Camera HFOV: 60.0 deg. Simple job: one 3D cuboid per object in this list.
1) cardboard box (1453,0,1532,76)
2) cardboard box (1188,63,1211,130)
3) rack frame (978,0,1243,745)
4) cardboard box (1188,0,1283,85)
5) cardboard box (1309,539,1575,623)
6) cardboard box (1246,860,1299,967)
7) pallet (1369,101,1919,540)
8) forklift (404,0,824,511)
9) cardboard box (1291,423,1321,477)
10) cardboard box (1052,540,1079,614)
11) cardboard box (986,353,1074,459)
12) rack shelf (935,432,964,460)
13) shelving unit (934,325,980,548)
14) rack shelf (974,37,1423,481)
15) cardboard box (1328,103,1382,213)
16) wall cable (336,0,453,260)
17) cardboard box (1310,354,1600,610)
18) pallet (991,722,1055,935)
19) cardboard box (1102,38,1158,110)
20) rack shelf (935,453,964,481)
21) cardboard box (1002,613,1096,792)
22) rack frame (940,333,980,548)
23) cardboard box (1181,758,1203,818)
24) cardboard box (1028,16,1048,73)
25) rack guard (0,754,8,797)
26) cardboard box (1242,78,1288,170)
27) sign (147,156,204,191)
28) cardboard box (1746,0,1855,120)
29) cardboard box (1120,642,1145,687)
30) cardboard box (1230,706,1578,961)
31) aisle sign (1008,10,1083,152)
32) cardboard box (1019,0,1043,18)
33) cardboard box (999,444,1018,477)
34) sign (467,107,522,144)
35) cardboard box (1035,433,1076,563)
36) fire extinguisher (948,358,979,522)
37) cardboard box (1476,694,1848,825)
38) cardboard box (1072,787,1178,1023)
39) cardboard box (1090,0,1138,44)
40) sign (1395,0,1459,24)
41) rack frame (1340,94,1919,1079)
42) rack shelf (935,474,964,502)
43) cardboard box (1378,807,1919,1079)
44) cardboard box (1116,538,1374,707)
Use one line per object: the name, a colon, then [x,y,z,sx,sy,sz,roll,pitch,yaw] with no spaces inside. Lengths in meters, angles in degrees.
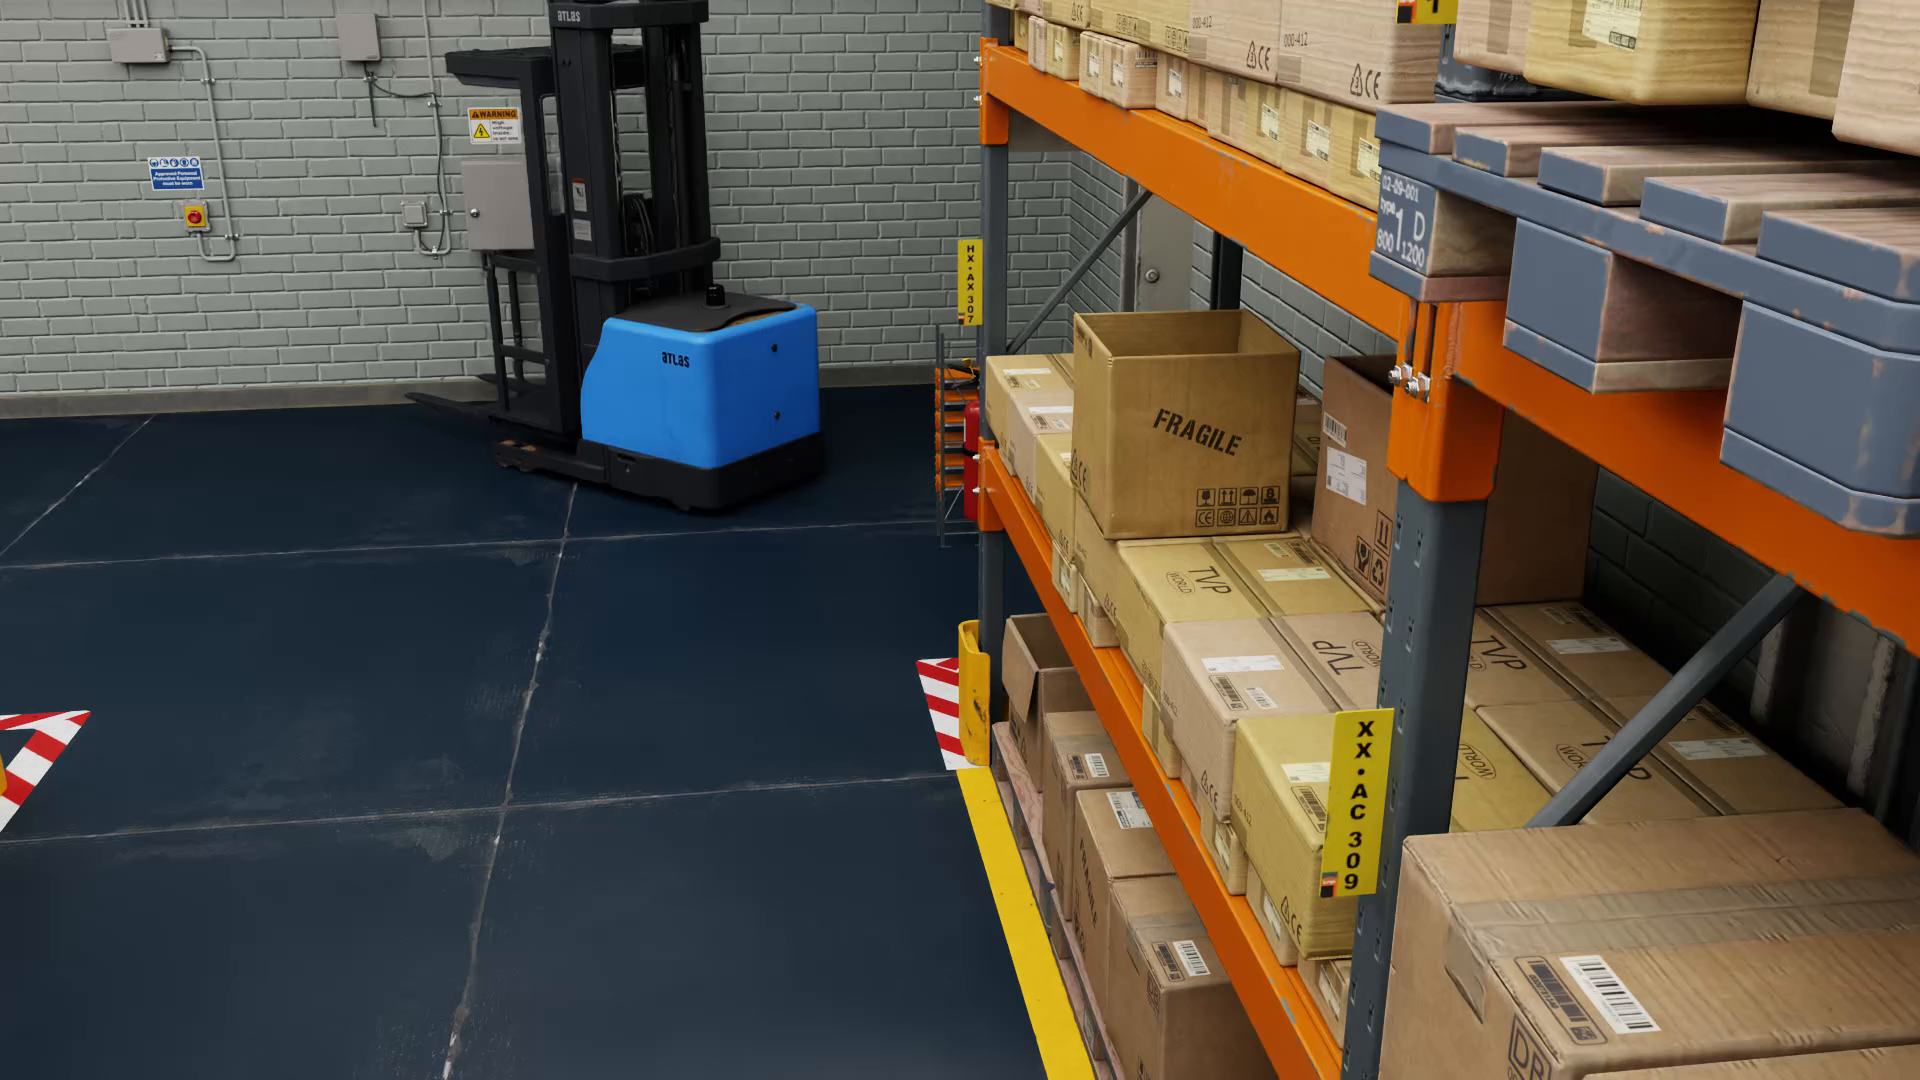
cardboard box: [0.805,-0.620,1.918,0.380,0.149,0.250,-3,21,-7]
cardboard box: [0.709,-0.967,3.591,0.380,0.149,0.250,-2,21,-6]
rack frame: [0.579,-0.597,6.528,1.000,3.000,0.127,-3,21,-8]
cardboard box: [0.753,-1.021,3.164,0.500,0.250,0.500,-4,21,-10]
cardboard box: [1.200,0.181,4.233,0.500,0.250,0.500,-2,21,-7]
cardboard box: [0.801,0.719,3.364,0.380,0.149,0.250,-2,21,-6]
pallet: [1.180,-0.300,1.714,1.213,0.211,1.003,-3,21,-8]
forklift: [-2.327,-1.927,10.185,3.031,2.935,1.130,14,25,33]
cardboard box: [1.048,-0.170,5.174,0.500,0.250,0.500,-2,21,-6]
cardboard box: [0.491,0.097,5.030,0.380,0.149,0.250,-4,21,-9]
cardboard box: [0.378,-0.496,6.046,0.500,0.250,0.500,-3,21,-7]
rack shelf: [0.002,-0.515,9.008,0.258,0.103,0.180,-3,21,-8]
shelving unit: [0.002,-0.557,8.993,0.258,1.200,0.189,-3,21,-8]
rack shelf: [0.867,-0.973,4.275,1.077,0.370,4.000,-3,21,-8]
cardboard box: [0.811,-0.610,2.633,0.380,0.149,0.250,-3,21,-8]
wall cable: [-3.767,-2.848,11.103,0.588,1.984,0.122,-3,21,-8]
cardboard box: [1.204,-0.162,4.080,0.500,0.500,0.500,-3,21,-9]
pallet: [0.706,1.011,6.207,1.003,0.211,1.213,-3,21,-8]
cardboard box: [0.560,-1.141,4.056,0.380,0.149,0.250,-2,21,-7]
rack shelf: [0.002,-0.403,9.050,0.258,0.103,0.180,-3,21,-8]
cardboard box: [0.573,0.592,6.312,0.797,0.503,0.637,-4,21,-10]
rack frame: [0.015,-0.525,8.908,0.240,1.200,0.006,-3,21,-8]
cardboard box: [0.728,0.538,3.849,0.380,0.149,0.250,-2,21,-6]
cardboard box: [0.413,-1.492,4.996,0.380,0.149,0.250,-2,21,-7]
rack guard: [-4.336,0.817,6.314,1.175,0.500,0.348,-3,21,-8]
cardboard box: [0.749,-0.788,3.110,0.380,0.149,0.250,-2,21,-6]
sign: [-5.225,-2.442,11.082,0.327,0.218,0.001,-3,21,-8]
cardboard box: [0.941,-0.446,1.452,0.380,0.149,0.250,-3,21,-7]
cardboard box: [0.655,0.272,4.559,0.380,0.149,0.250,-3,21,-8]
cardboard box: [0.841,0.554,3.234,0.500,0.250,0.500,-2,21,-6]
aisle sign: [0.278,-1.824,6.097,0.394,0.787,0.004,-3,21,-8]
cardboard box: [0.466,-1.729,5.061,0.500,0.250,0.500,-3,21,-7]
cardboard box: [0.355,-0.352,6.231,0.380,0.149,0.250,-3,21,-8]
sign: [-3.153,-2.808,11.267,0.339,0.242,0.001,-3,21,-8]
cardboard box: [0.527,-0.146,5.109,0.500,0.250,0.500,-3,21,-9]
fire extinguisher: [0.100,-0.414,6.681,0.296,0.674,0.183,-3,21,-8]
cardboard box: [1.351,0.533,3.290,0.500,0.250,0.500,-3,21,-8]
cardboard box: [0.635,1.079,5.011,0.500,0.500,0.500,-3,21,-7]
cardboard box: [0.625,-1.374,4.109,0.500,0.250,0.500,-3,21,-9]
sign: [0.620,-0.830,2.125,0.100,0.325,0.005,-3,21,-8]
rack frame: [1.155,0.788,2.820,1.000,3.000,0.127,-3,21,-8]
rack shelf: [0.002,-0.291,9.092,0.258,0.103,0.180,-3,21,-8]
cardboard box: [1.004,0.723,2.251,0.700,0.500,0.500,-2,21,-6]
cardboard box: [0.695,0.208,4.160,0.500,0.250,0.500,-3,21,-8]
